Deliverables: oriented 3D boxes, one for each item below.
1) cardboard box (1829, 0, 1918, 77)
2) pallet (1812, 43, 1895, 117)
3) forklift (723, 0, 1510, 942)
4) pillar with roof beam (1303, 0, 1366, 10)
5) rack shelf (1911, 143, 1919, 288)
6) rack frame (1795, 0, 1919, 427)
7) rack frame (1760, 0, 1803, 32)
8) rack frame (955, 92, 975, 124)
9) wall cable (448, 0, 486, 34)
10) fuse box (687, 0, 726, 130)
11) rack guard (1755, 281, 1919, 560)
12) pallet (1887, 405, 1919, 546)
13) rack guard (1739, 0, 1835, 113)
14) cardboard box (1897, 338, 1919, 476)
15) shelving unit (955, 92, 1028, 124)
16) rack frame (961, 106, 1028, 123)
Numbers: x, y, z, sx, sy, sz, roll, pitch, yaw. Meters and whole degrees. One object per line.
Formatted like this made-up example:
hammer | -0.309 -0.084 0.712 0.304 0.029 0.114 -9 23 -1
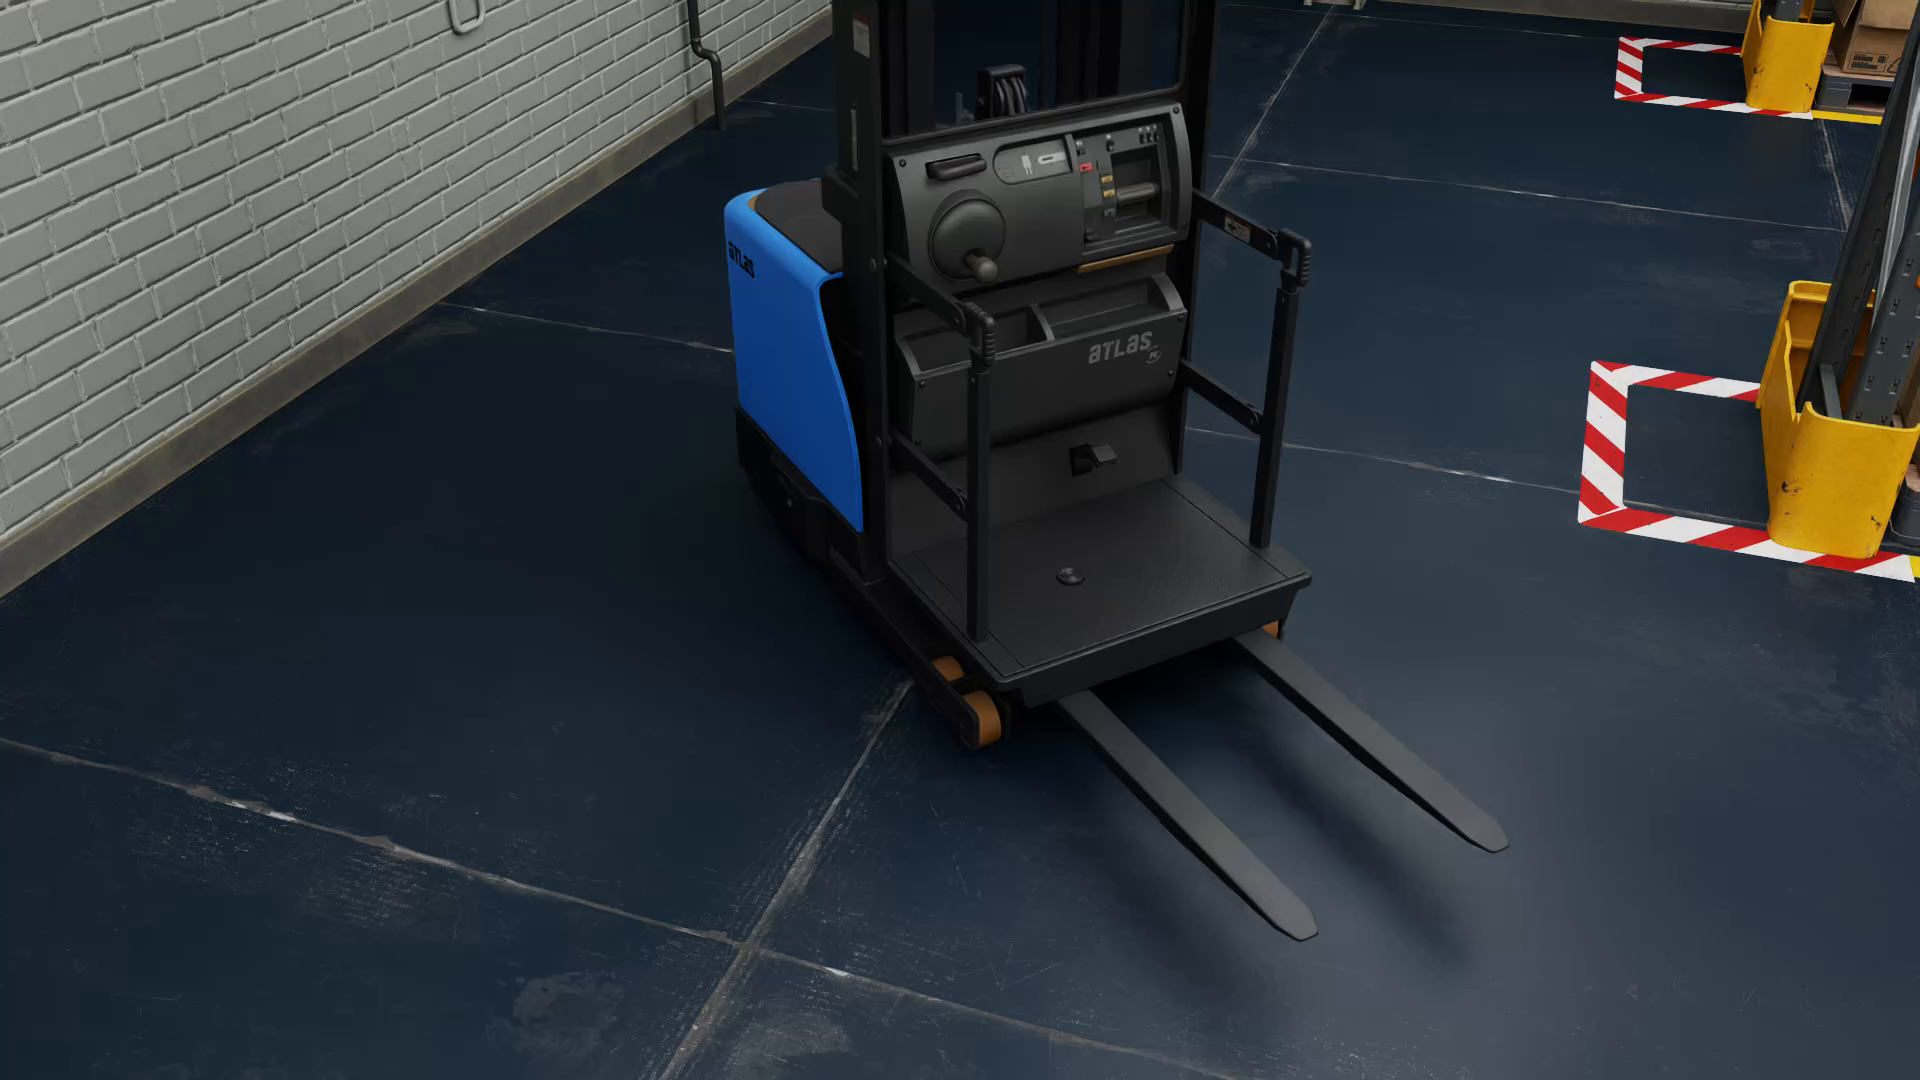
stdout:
cardboard box | 5.382 -3.011 9.562 0.637 0.503 0.797 10 34 15
pallet | 5.661 -2.712 9.757 1.213 0.211 1.003 11 34 16
forklift | 0.350 -0.912 4.460 1.130 2.935 3.031 -17 36 -24
pillar with roof beam | 1.152 -5.319 5.692 0.400 9.000 9.100 11 34 16
rack shelf | 5.050 -0.840 4.949 4.000 0.370 1.077 11 34 16
rack frame | 3.167 -1.508 5.320 0.127 3.000 1.000 11 34 16
rack frame | 4.838 -4.043 9.247 0.127 3.000 1.000 11 34 16
rack frame | 0.103 -1.135 6.401 0.240 1.200 0.006 -3 33 -5
wall cable | -2.149 -2.968 6.616 0.123 1.953 0.585 11 34 16
fuse box | -1.303 -3.033 8.870 0.414 1.711 0.539 11 34 16
rack guard | 3.145 -0.462 6.005 0.348 0.500 1.175 11 34 16
pallet | 3.946 -0.230 5.912 1.213 0.211 1.003 11 34 16
rack guard | 4.910 -2.979 9.903 0.348 0.500 1.175 11 34 16
cardboard box | 3.822 -0.538 5.793 0.875 0.438 0.875 10 34 15
shelving unit | 0.112 -1.086 6.324 0.258 1.200 0.189 -3 33 -5
rack frame | 0.122 -1.037 6.248 0.240 1.200 0.006 -3 33 -5
